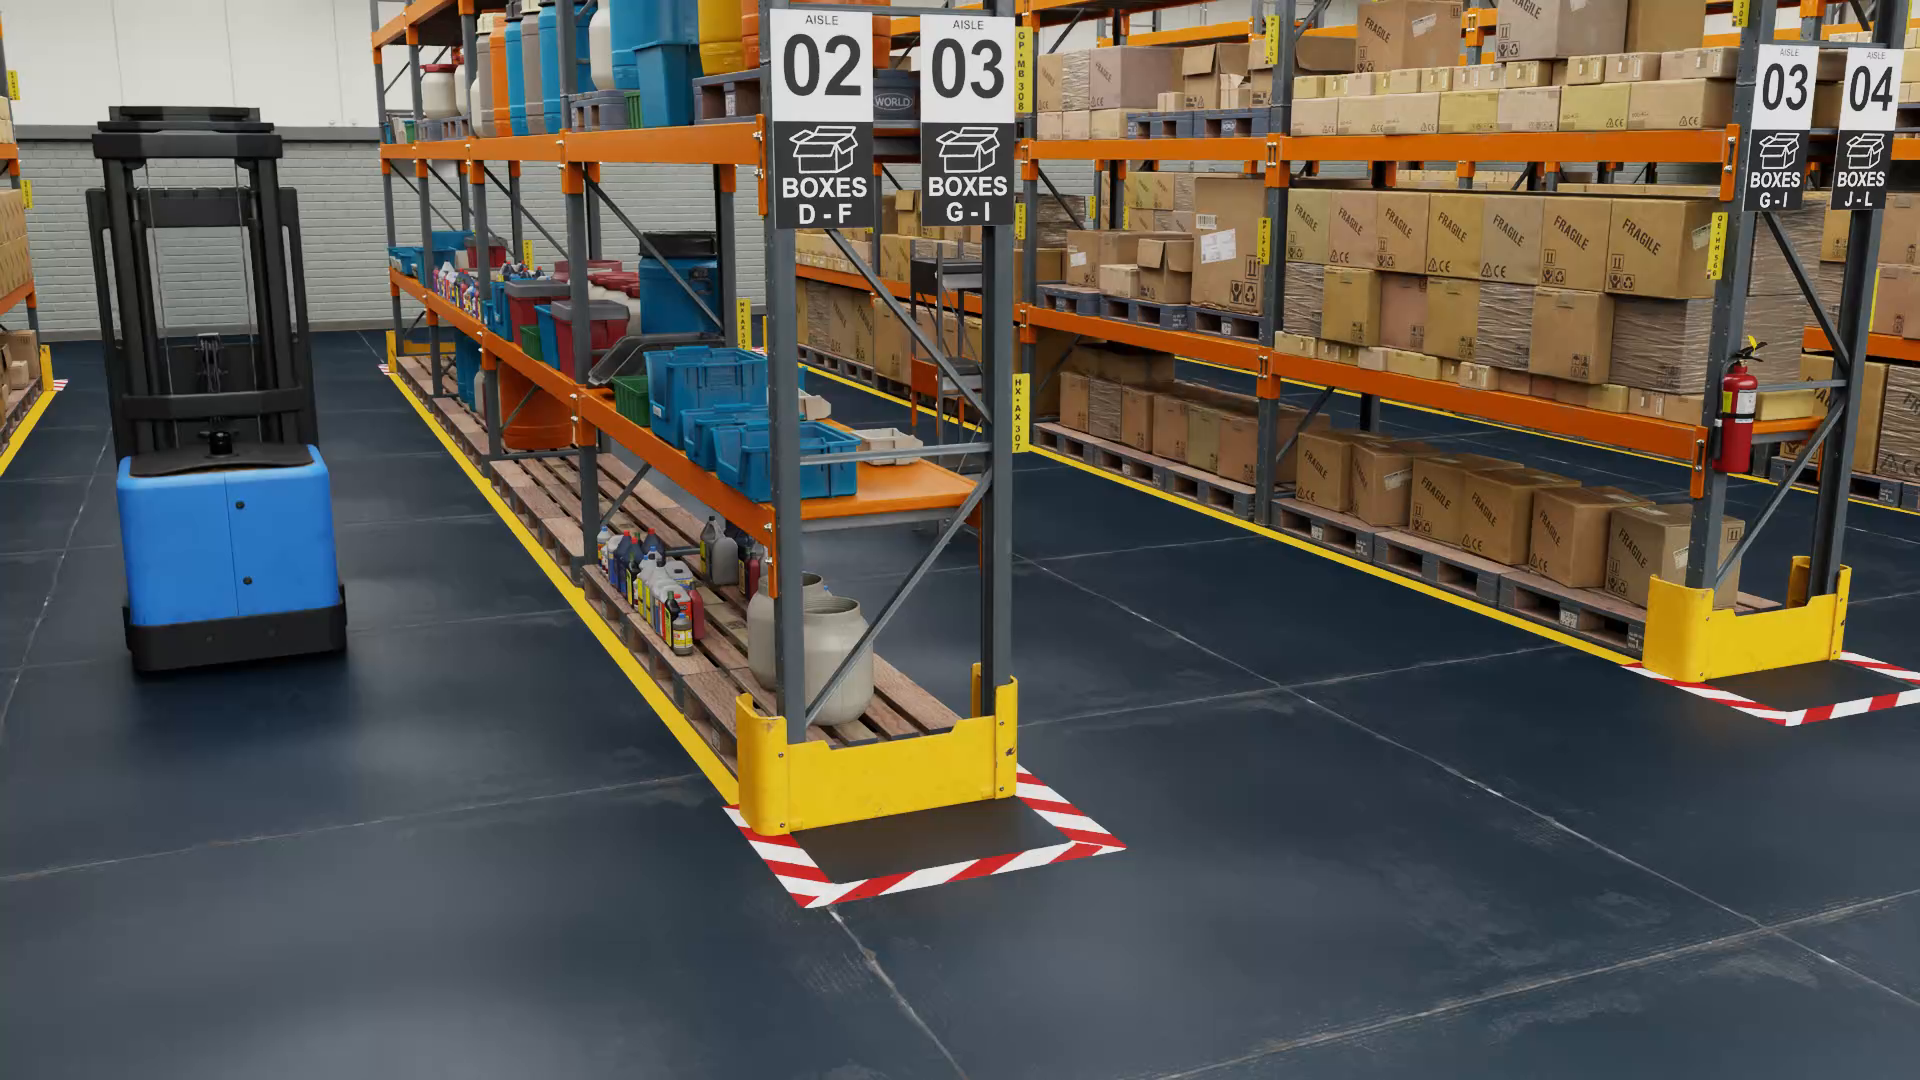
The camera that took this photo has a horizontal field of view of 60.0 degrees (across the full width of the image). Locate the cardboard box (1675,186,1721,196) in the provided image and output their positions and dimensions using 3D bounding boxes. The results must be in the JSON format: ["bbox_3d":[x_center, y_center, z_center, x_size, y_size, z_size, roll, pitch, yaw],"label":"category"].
[{"bbox_3d":[9.295,-4.162,20.759,0.500,0.500,0.500,-6,14,-23],"label":"cardboard box"}]

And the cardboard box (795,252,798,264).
[{"bbox_3d":[-1.985,-3.707,21.790,0.380,0.149,0.250,-6,14,-24],"label":"cardboard box"}]

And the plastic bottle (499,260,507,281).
[{"bbox_3d":[-4.537,-2.621,16.650,0.144,0.351,0.185,-6,14,-23],"label":"plastic bottle"}]

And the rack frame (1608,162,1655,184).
[{"bbox_3d":[11.490,-5.436,28.705,1.000,3.000,0.127,-6,14,-23],"label":"rack frame"}]

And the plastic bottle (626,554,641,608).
[{"bbox_3d":[-1.822,0.225,9.294,0.061,0.283,0.133,-5,14,-20],"label":"plastic bottle"}]

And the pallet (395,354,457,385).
[{"bbox_3d":[-6.381,-2.112,20.527,1.003,0.211,1.213,-6,14,-23],"label":"pallet"}]

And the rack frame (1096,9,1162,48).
[{"bbox_3d":[2.448,-7.442,24.066,1.000,3.000,0.127,-6,14,-23],"label":"rack frame"}]

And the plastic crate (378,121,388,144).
[{"bbox_3d":[-6.776,-4.937,20.188,0.497,0.269,0.590,-6,14,-23],"label":"plastic crate"}]

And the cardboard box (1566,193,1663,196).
[{"bbox_3d":[3.906,-1.812,9.949,0.500,0.500,0.500,-6,14,-23],"label":"cardboard box"}]

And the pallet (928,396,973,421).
[{"bbox_3d":[0.336,-1.502,17.890,1.003,0.211,1.213,-6,14,-23],"label":"pallet"}]

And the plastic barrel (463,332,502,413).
[{"bbox_3d":[-4.587,-1.740,16.458,0.600,0.901,0.708,-6,14,-23],"label":"plastic barrel"}]

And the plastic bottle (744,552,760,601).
[{"bbox_3d":[-1.176,0.201,9.398,0.061,0.283,0.133,-6,14,-23],"label":"plastic bottle"}]

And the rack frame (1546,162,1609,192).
[{"bbox_3d":[8.545,-4.160,23.193,1.000,3.000,0.127,-6,14,-23],"label":"rack frame"}]

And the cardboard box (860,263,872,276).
[{"bbox_3d":[-0.957,-3.176,19.499,0.380,0.149,0.250,-6,14,-23],"label":"cardboard box"}]

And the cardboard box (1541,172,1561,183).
[{"bbox_3d":[8.130,-5.047,23.147,0.380,0.149,0.250,-6,14,-24],"label":"cardboard box"}]

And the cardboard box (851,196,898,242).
[{"bbox_3d":[-0.964,-3.773,19.531,0.500,0.500,0.500,-5,14,-21],"label":"cardboard box"}]

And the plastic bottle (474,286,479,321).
[{"bbox_3d":[-4.116,-2.027,14.236,0.061,0.283,0.133,-6,14,-23],"label":"plastic bottle"}]

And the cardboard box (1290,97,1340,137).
[{"bbox_3d":[2.615,-2.885,11.362,0.500,0.250,0.500,-6,14,-25],"label":"cardboard box"}]

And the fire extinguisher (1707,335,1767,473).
[{"bbox_3d":[3.896,-0.683,8.341,0.296,0.674,0.183,-6,14,-23],"label":"fire extinguisher"}]

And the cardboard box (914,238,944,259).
[{"bbox_3d":[-0.177,-2.989,17.911,0.500,0.500,0.500,-6,14,-24],"label":"cardboard box"}]

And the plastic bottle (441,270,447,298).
[{"bbox_3d":[-5.069,-2.523,16.405,0.097,0.271,0.097,0,13,0],"label":"plastic bottle"}]

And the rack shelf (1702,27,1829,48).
[{"bbox_3d":[9.347,-6.125,20.858,1.077,0.370,4.000,-6,14,-23],"label":"rack shelf"}]

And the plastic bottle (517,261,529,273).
[{"bbox_3d":[-4.331,-2.595,16.541,0.144,0.351,0.185,-6,14,-23],"label":"plastic bottle"}]

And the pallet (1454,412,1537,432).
[{"bbox_3d":[5.899,-1.338,17.182,1.003,0.211,1.213,-6,14,-23],"label":"pallet"}]

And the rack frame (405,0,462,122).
[{"bbox_3d":[-5.073,-5.741,16.717,1.000,3.000,0.127,-6,14,-23],"label":"rack frame"}]

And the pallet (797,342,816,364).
[{"bbox_3d":[-1.745,-2.575,22.528,1.003,0.211,1.213,-6,14,-23],"label":"pallet"}]

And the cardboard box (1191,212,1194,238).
[{"bbox_3d":[3.391,-4.068,21.912,0.500,0.500,0.500,-6,14,-25],"label":"cardboard box"}]

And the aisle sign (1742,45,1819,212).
[{"bbox_3d":[4.022,-2.013,8.148,0.394,0.787,0.004,-6,14,-23],"label":"aisle sign"}]

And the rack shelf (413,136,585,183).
[{"bbox_3d":[-4.272,-3.516,15.351,1.077,0.370,4.000,-6,14,-23],"label":"rack shelf"}]

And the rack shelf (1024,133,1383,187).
[{"bbox_3d":[1.869,-3.137,13.713,1.077,0.370,4.000,-6,14,-23],"label":"rack shelf"}]

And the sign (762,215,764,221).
[{"bbox_3d":[-2.648,-4.503,22.579,0.100,0.325,0.005,-6,14,-23],"label":"sign"}]

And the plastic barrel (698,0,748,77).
[{"bbox_3d":[-0.839,-2.320,7.242,0.600,0.588,0.600,0,13,0],"label":"plastic barrel"}]

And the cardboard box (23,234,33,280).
[{"bbox_3d":[-10.787,-3.179,18.729,0.500,0.500,0.500,-5,14,-21],"label":"cardboard box"}]

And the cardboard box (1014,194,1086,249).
[{"bbox_3d":[0.789,-3.129,16.290,0.797,0.503,0.637,-5,14,-21],"label":"cardboard box"}]

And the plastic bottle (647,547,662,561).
[{"bbox_3d":[-1.757,0.173,9.545,0.097,0.271,0.097,0,13,0],"label":"plastic bottle"}]

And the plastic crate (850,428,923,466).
[{"bbox_3d":[-0.330,-0.424,7.635,0.298,0.136,0.250,-6,14,-23],"label":"plastic crate"}]

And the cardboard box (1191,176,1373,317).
[{"bbox_3d":[2.480,-2.286,12.834,1.000,1.000,1.000,-6,14,-23],"label":"cardboard box"}]

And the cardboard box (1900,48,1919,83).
[{"bbox_3d":[7.398,-3.596,12.621,0.500,0.250,0.500,-6,14,-23],"label":"cardboard box"}]

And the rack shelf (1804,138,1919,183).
[{"bbox_3d":[8.056,-2.737,11.988,1.077,0.370,4.000,-6,14,-23],"label":"rack shelf"}]

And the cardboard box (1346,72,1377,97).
[{"bbox_3d":[2.776,-2.993,10.946,0.380,0.149,0.250,-6,14,-23],"label":"cardboard box"}]

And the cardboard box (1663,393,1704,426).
[{"bbox_3d":[3.969,-0.704,8.816,0.380,0.149,0.250,-6,14,-23],"label":"cardboard box"}]

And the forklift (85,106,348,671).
[{"bbox_3d":[-4.424,-1.029,9.815,1.130,2.935,3.031,-6,14,-24],"label":"forklift"}]

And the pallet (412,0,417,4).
[{"bbox_3d":[-4.713,-5.286,16.056,1.003,0.211,1.213,-6,14,-23],"label":"pallet"}]

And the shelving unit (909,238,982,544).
[{"bbox_3d":[-0.066,-1.057,11.781,0.431,2.100,0.503,-6,14,-23],"label":"shelving unit"}]

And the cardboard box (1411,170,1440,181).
[{"bbox_3d":[7.123,-5.576,25.431,0.380,0.149,0.250,-6,14,-25],"label":"cardboard box"}]

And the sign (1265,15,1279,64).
[{"bbox_3d":[2.163,-3.467,11.524,0.100,0.325,0.005,-6,14,-23],"label":"sign"}]

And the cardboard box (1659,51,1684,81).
[{"bbox_3d":[3.878,-2.462,8.652,0.380,0.149,0.250,-6,14,-25],"label":"cardboard box"}]

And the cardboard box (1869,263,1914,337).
[{"bbox_3d":[7.655,-1.926,13.206,0.875,0.550,0.550,-6,14,-23],"label":"cardboard box"}]

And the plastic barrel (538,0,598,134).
[{"bbox_3d":[-2.271,-2.956,10.226,0.600,0.901,0.708,-6,14,-23],"label":"plastic barrel"}]

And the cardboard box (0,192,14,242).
[{"bbox_3d":[-10.164,-3.349,17.250,0.500,0.500,0.500,-5,14,-21],"label":"cardboard box"}]

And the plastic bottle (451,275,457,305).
[{"bbox_3d":[-4.752,-2.360,15.698,0.097,0.271,0.097,0,13,0],"label":"plastic bottle"}]

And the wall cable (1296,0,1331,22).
[{"bbox_3d":[7.664,-9.389,32.396,2.988,3.039,0.133,-6,14,-23],"label":"wall cable"}]

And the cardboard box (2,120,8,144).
[{"bbox_3d":[-10.578,-4.399,17.906,0.500,0.250,0.500,-6,14,-23],"label":"cardboard box"}]

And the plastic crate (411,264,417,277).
[{"bbox_3d":[-6.046,-3.051,18.853,0.293,0.136,0.466,-6,14,-23],"label":"plastic crate"}]

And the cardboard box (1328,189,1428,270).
[{"bbox_3d":[2.819,-2.074,11.080,0.500,0.500,0.500,-6,14,-23],"label":"cardboard box"}]

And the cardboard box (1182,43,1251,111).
[{"bbox_3d":[2.194,-3.629,13.086,0.797,0.503,0.637,-5,14,-21],"label":"cardboard box"}]

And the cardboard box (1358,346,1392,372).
[{"bbox_3d":[2.865,-1.210,11.004,0.380,0.149,0.250,-6,14,-23],"label":"cardboard box"}]

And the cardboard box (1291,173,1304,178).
[{"bbox_3d":[4.093,-4.488,21.512,0.500,0.500,0.500,-5,14,-22],"label":"cardboard box"}]
